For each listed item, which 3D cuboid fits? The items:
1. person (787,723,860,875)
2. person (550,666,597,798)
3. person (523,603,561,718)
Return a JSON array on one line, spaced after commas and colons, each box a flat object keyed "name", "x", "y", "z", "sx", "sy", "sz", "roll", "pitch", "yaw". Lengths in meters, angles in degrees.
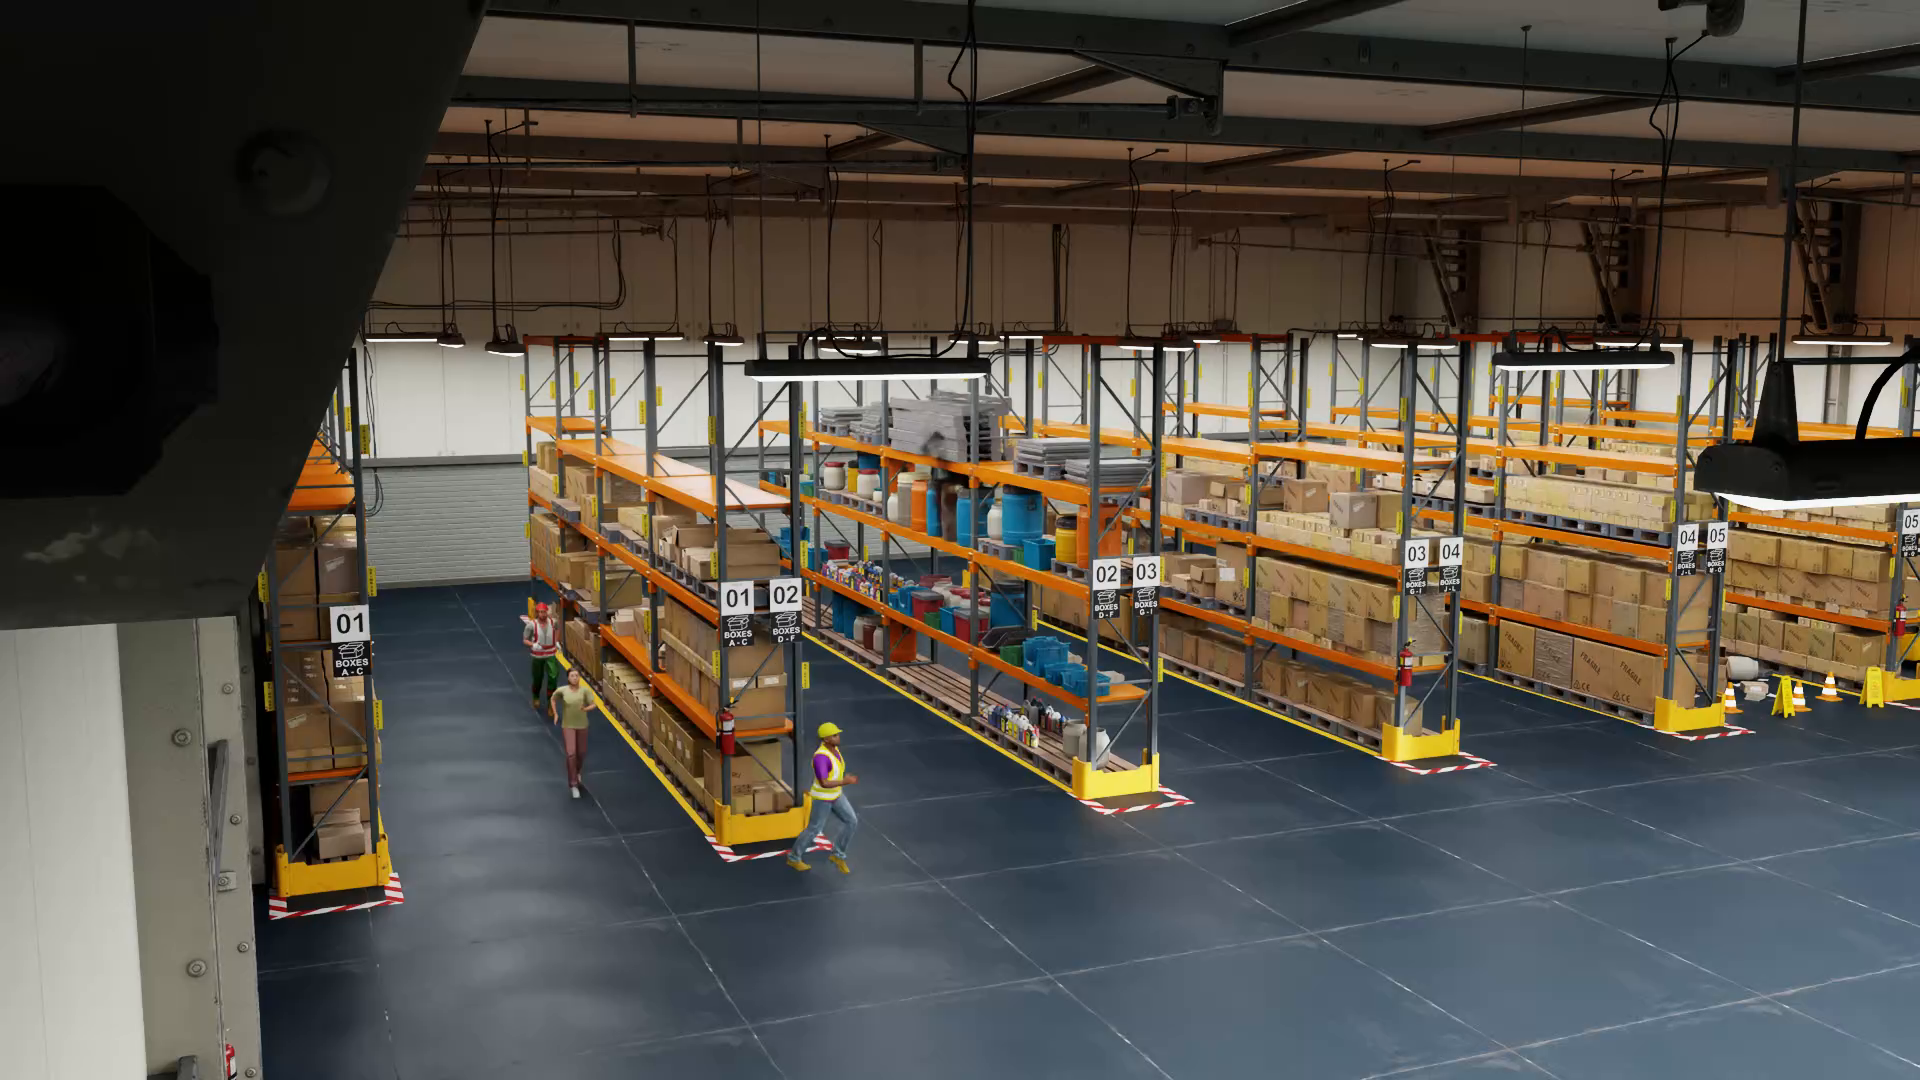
[{"name": "person", "x": -1.523, "y": 2.949, "z": 18.970, "sx": 0.883, "sy": 1.797, "sz": 0.714, "roll": 2, "pitch": 8, "yaw": 17}, {"name": "person", "x": -5.152, "y": 2.523, "z": 22.268, "sx": 0.564, "sy": 1.681, "sz": 0.908, "roll": -3, "pitch": 8, "yaw": -23}, {"name": "person", "x": -6.713, "y": 1.899, "z": 26.759, "sx": 0.608, "sy": 1.833, "sz": 0.855, "roll": -3, "pitch": 8, "yaw": -21}]
